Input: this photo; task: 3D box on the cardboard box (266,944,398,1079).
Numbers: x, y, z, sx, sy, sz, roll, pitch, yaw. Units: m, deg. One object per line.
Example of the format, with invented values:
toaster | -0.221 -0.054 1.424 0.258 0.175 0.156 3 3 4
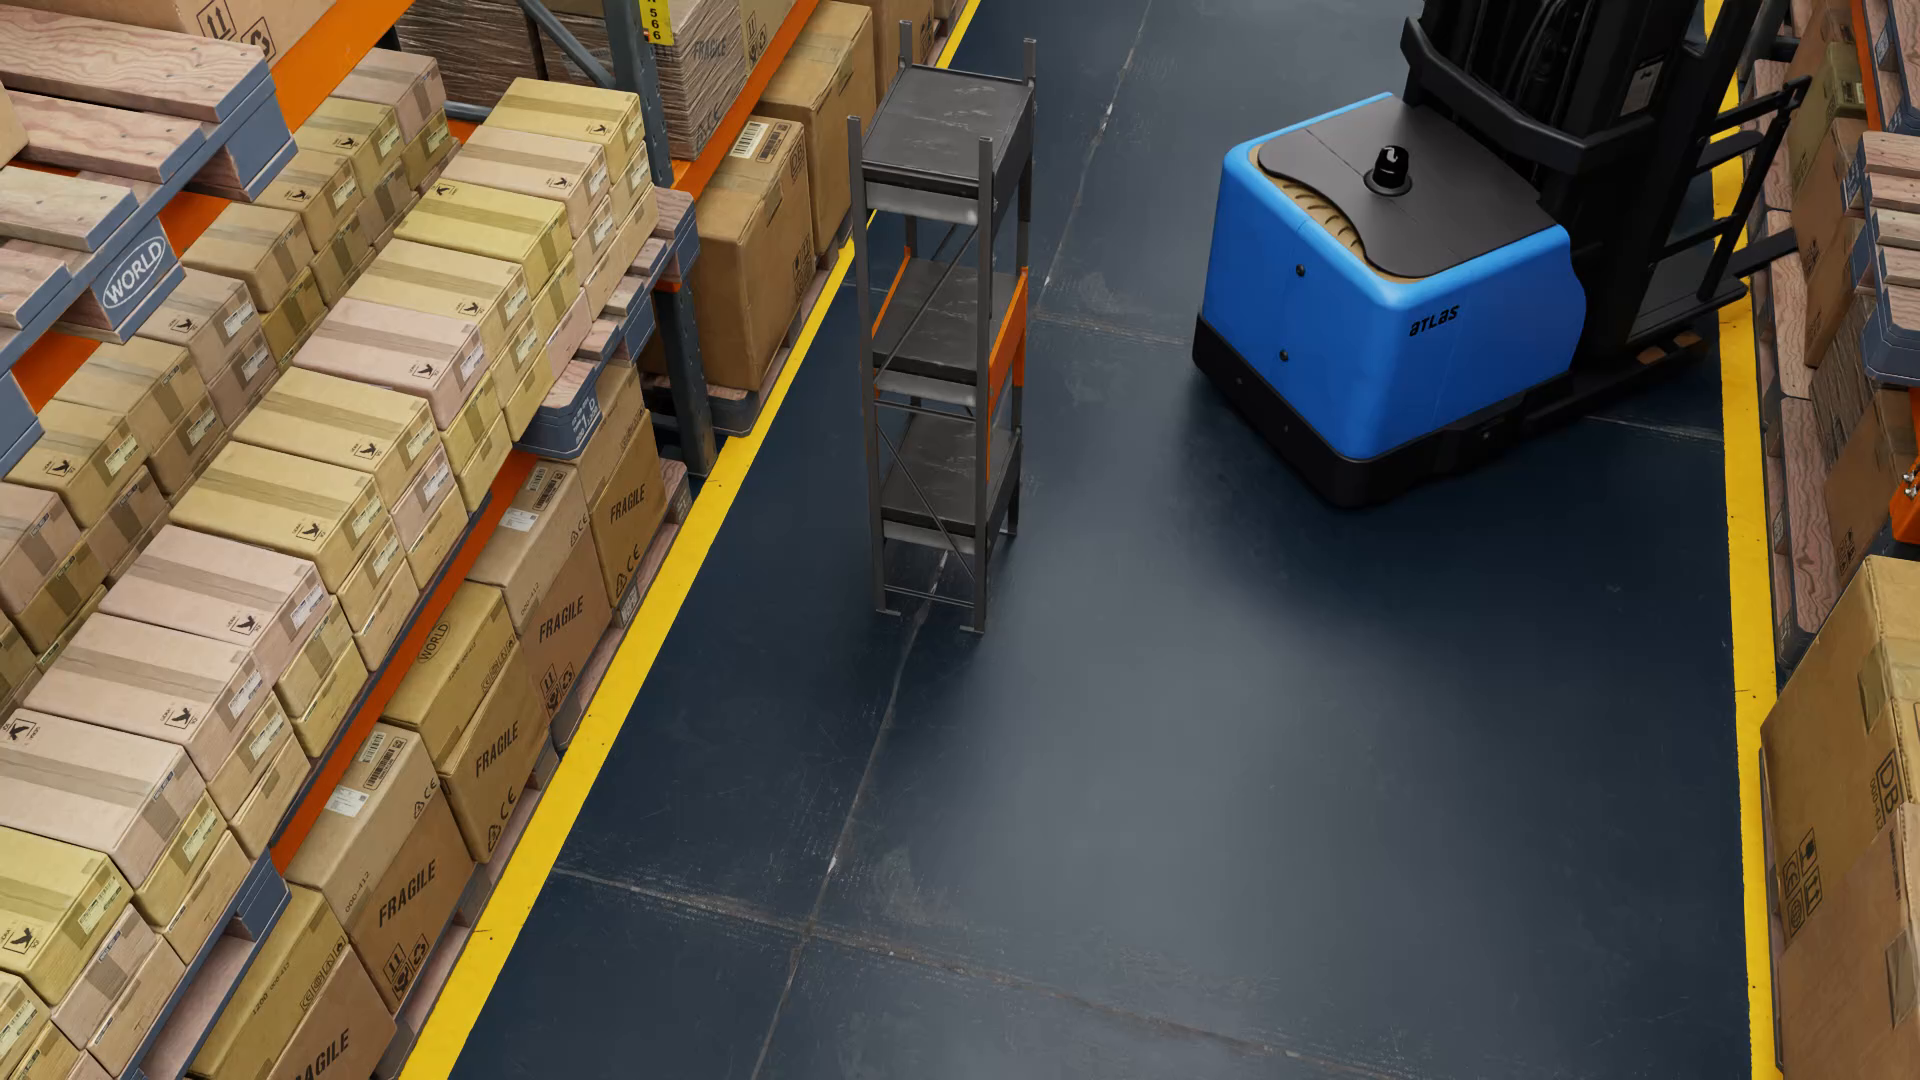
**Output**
cardboard box | -1.913 1.346 4.448 0.500 0.500 0.500 14 50 12

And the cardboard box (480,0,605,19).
cardboard box | -1.320 -2.057 5.331 0.700 0.500 0.500 11 50 10

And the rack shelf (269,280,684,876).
rack shelf | -1.974 0.314 4.452 1.077 0.370 4.000 12 50 10

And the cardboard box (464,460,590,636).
cardboard box | -1.498 -0.016 5.151 0.500 0.250 0.500 12 50 11

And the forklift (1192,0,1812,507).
forklift | 2.489 -1.920 5.989 3.031 2.935 1.130 -23 52 -19

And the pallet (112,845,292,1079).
pallet | -2.159 1.062 3.440 1.003 0.211 1.213 12 50 10

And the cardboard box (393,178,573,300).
cardboard box | -1.272 -0.807 4.452 0.380 0.149 0.250 13 50 11

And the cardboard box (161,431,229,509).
cardboard box | -2.108 -0.183 4.298 0.380 0.149 0.250 12 50 11

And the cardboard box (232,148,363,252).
cardboard box | -1.894 -0.955 4.583 0.380 0.149 0.250 11 50 10

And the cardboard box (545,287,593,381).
cardboard box | -1.269 -0.613 4.678 0.380 0.149 0.250 12 50 11

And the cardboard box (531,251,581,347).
cardboard box | -1.274 -0.693 4.550 0.380 0.149 0.250 13 50 11

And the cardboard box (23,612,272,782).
cardboard box | -1.681 0.323 3.455 0.380 0.149 0.250 11 50 10

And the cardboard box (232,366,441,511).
cardboard box | -1.477 -0.243 3.955 0.380 0.149 0.250 14 50 12

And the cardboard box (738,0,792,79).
cardboard box | -0.938 -2.043 5.986 0.500 0.500 0.500 11 50 10

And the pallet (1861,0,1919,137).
pallet | 3.792 -1.695 5.873 1.003 0.211 1.213 12 50 10

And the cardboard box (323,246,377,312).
cardboard box | -1.902 -0.753 4.801 0.380 0.149 0.250 14 50 12

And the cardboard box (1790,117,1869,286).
cardboard box | 3.890 -1.344 6.809 0.700 0.500 0.500 8 49 7

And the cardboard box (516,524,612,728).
cardboard box | -1.509 0.220 5.442 0.500 0.500 0.500 13 50 12

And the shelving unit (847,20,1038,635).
shelving unit | -0.044 -0.575 5.357 0.431 2.100 0.503 12 50 10

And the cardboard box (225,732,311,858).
cardboard box | -1.683 0.526 3.673 0.380 0.149 0.250 10 49 8

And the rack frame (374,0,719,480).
rack frame | -1.448 -1.370 5.459 1.000 3.000 0.127 12 50 10

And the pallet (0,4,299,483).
pallet | -1.966 -0.584 2.889 1.213 0.211 1.003 12 50 10

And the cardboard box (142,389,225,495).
cardboard box | -2.107 -0.283 4.188 0.380 0.149 0.250 11 50 10

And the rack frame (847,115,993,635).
rack frame | -0.108 -0.399 5.201 0.400 2.100 0.015 12 50 10

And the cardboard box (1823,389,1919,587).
cardboard box | 3.467 -0.125 5.734 0.700 0.500 0.500 9 49 8

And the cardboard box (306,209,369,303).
cardboard box | -1.905 -0.824 4.666 0.380 0.149 0.250 10 49 9

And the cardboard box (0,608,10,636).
cardboard box | -2.307 0.193 3.569 0.380 0.149 0.250 10 49 9

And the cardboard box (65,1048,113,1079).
cardboard box | -1.886 1.071 3.191 0.380 0.149 0.250 12 50 11

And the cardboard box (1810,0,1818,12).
cardboard box | 4.507 -2.805 8.112 0.500 0.500 0.500 10 49 9

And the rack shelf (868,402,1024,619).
rack shelf | -0.044 -0.103 5.892 0.431 0.518 0.480 12 50 10

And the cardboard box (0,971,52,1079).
cardboard box | -1.886 0.873 2.969 0.380 0.149 0.250 13 50 11

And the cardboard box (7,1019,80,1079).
cardboard box | -1.887 0.987 3.068 0.380 0.149 0.250 11 49 9

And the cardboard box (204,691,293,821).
cardboard box | -1.683 0.416 3.571 0.380 0.149 0.250 13 50 12

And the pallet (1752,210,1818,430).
pallet | 3.841 -0.840 6.851 1.003 0.211 1.213 12 50 10

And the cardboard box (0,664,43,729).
cardboard box | -2.318 0.389 3.793 0.380 0.149 0.250 10 49 8

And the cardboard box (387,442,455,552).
cardboard box | -1.476 -0.144 4.065 0.380 0.149 0.250 13 50 11

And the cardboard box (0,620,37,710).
cardboard box | -2.313 0.286 3.686 0.380 0.149 0.250 9 49 8

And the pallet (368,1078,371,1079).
pallet | -2.297 1.882 4.448 1.003 0.211 1.213 12 50 10

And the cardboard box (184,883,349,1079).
cardboard box | -1.914 1.095 4.170 0.500 0.250 0.500 13 50 11

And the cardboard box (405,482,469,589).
cardboard box | -1.477 -0.052 4.183 0.380 0.149 0.250 13 50 11

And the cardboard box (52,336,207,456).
cardboard box | -2.101 -0.376 4.072 0.380 0.149 0.250 13 50 11

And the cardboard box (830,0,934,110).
cardboard box | -0.729 -2.494 7.671 1.050 0.750 0.750 12 50 10

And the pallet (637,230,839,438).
pallet | -1.168 -1.003 6.994 1.003 0.211 1.213 12 50 10
